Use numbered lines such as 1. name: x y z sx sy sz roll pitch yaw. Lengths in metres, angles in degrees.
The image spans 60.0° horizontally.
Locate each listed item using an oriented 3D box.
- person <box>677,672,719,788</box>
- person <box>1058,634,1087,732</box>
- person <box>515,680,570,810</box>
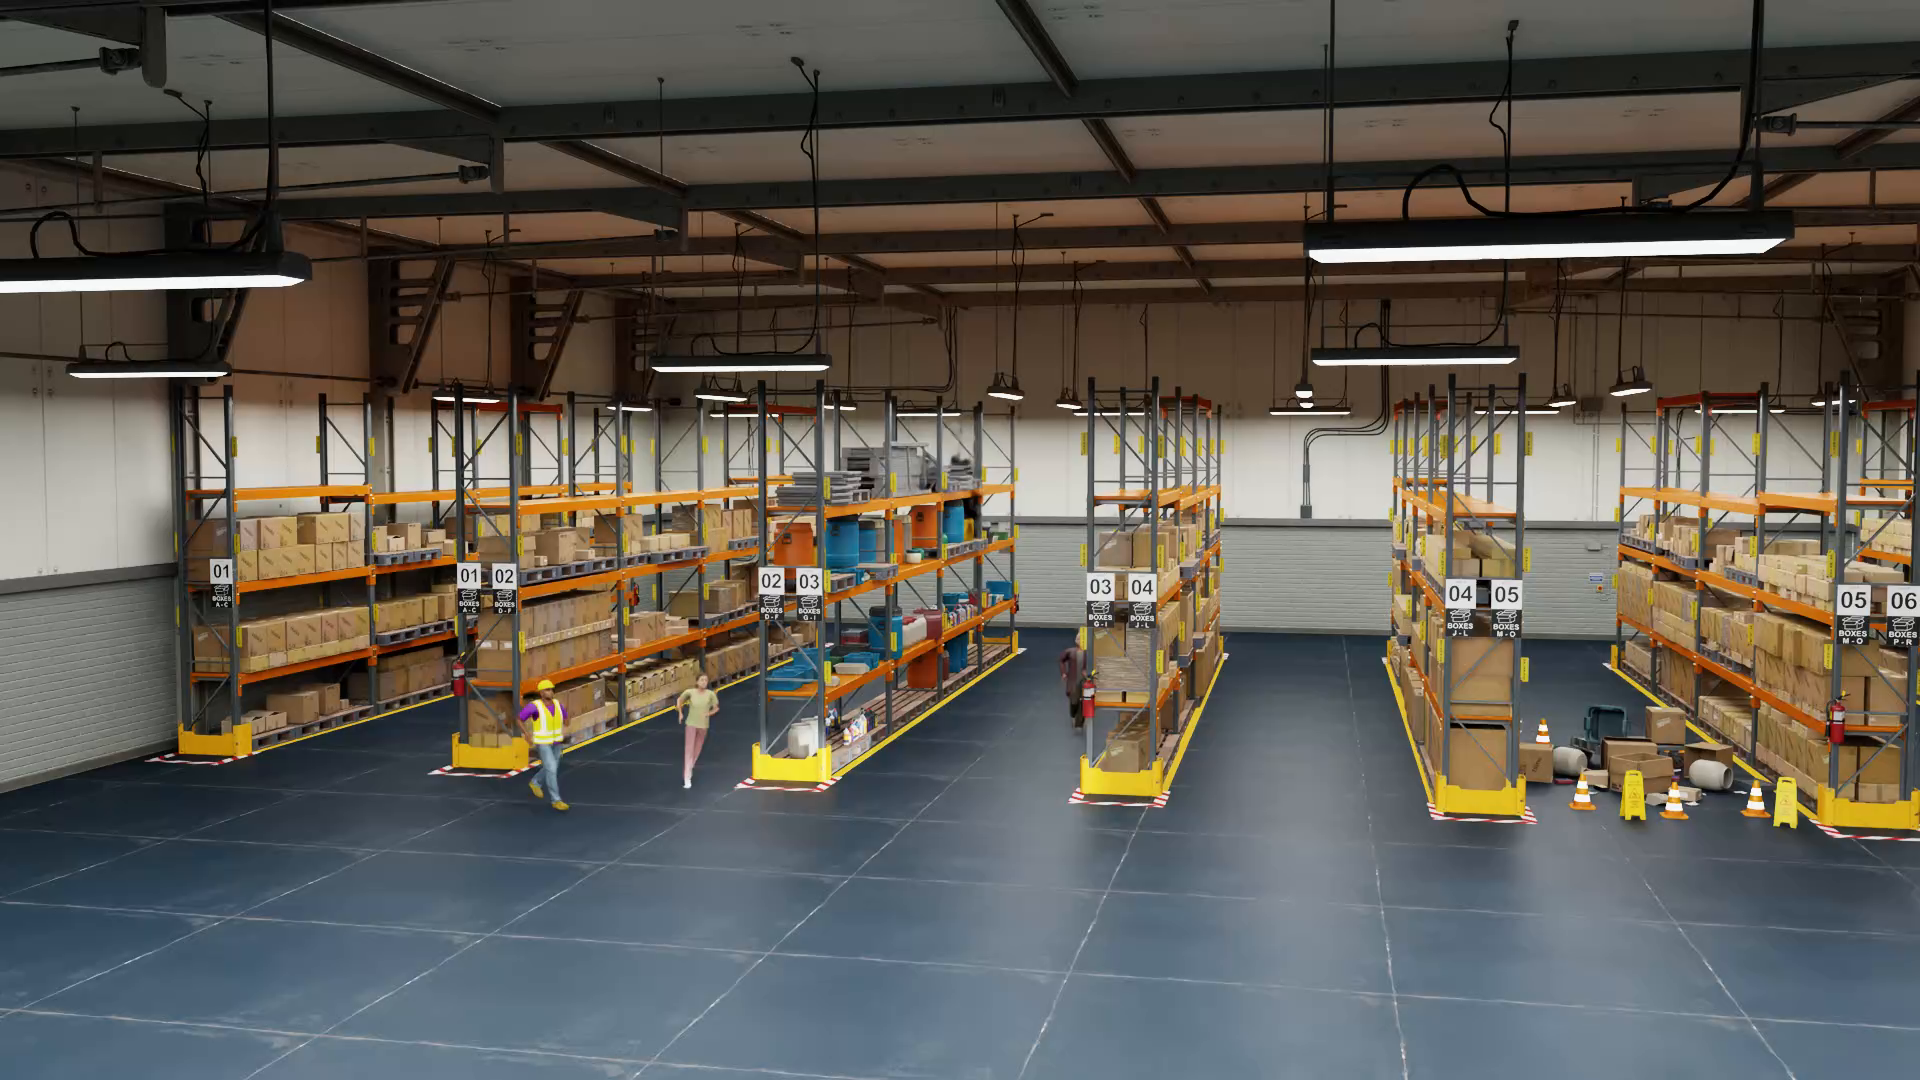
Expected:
1. person: -3.905 2.802 24.840 0.608 1.675 0.890 -1 3 -15
2. person: 2.082 2.504 29.065 0.714 1.736 0.616 0 3 1
3. person: -5.710 2.807 23.031 0.990 1.746 0.705 2 4 37
